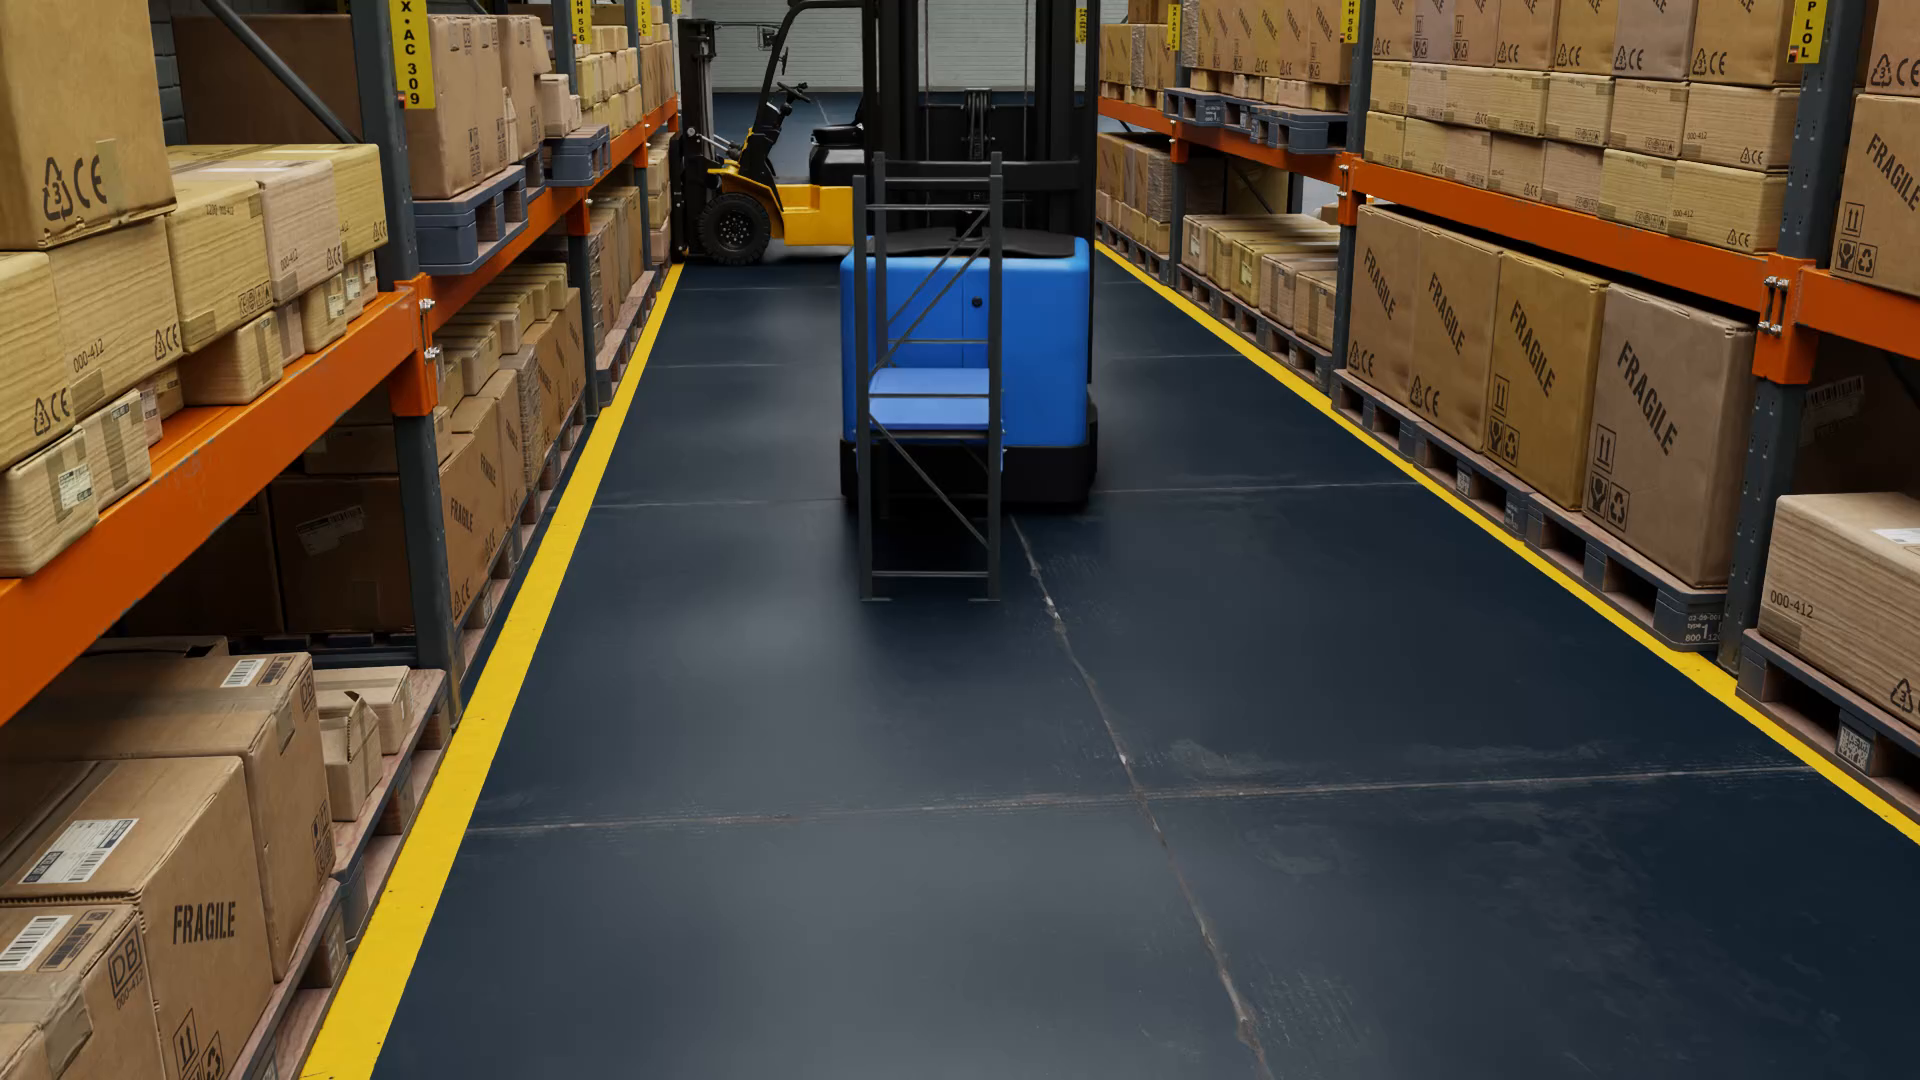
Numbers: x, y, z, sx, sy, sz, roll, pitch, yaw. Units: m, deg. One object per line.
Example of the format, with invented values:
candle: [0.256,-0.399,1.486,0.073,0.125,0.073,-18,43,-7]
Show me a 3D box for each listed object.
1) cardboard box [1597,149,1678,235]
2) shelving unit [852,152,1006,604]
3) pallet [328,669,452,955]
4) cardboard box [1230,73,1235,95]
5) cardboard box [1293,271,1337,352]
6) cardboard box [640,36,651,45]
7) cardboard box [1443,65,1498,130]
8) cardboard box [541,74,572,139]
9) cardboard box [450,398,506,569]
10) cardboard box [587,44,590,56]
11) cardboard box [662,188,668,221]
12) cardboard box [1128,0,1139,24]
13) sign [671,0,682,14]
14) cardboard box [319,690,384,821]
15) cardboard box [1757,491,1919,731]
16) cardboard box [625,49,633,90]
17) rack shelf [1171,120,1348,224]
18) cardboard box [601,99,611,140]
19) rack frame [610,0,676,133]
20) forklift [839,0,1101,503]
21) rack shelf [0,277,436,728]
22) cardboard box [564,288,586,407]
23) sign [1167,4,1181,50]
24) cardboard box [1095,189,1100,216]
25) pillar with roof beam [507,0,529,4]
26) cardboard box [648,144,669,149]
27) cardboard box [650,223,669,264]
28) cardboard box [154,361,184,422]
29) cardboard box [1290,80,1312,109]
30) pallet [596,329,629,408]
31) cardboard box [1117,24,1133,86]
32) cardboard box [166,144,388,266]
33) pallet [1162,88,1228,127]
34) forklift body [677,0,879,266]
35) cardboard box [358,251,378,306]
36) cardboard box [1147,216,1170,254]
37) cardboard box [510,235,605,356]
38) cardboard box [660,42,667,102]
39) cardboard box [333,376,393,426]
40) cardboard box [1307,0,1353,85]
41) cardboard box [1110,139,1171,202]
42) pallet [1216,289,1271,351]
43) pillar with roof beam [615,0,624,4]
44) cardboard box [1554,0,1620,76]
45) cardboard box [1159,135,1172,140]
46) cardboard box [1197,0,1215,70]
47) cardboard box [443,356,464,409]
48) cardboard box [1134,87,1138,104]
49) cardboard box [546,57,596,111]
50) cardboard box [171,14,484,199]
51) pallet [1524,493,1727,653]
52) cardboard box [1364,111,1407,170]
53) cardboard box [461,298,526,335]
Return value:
cardboard box: [2.604,-1.230,5.839,0.500,0.250,0.500,-2,18,-6]
shelving unit: [-0.097,-0.647,6.233,0.538,1.500,1.048,0,17,1]
pallet: [-1.915,0.665,4.206,1.003,0.211,1.213,-2,18,-6]
cardboard box: [2.001,-3.005,10.961,0.380,0.149,0.250,-2,18,-5]
cardboard box: [2.491,-1.331,9.596,0.950,0.372,0.625,-3,18,-9]
cardboard box: [-2.615,-3.943,12.980,0.380,0.149,0.250,-1,17,-4]
cardboard box: [2.438,-1.921,7.205,0.500,0.250,0.500,-2,18,-6]
cardboard box: [-1.966,-1.886,7.226,0.500,0.250,0.500,-3,18,-8]
cardboard box: [-1.875,-0.187,5.737,0.500,0.500,0.500,-2,18,-6]
cardboard box: [-2.257,-2.756,9.196,0.380,0.149,0.250,-2,17,-5]
cardboard box: [-2.607,-2.684,13.273,0.500,0.250,0.500,-2,18,-6]
cardboard box: [1.984,-5.121,15.647,0.700,0.500,0.500,-2,18,-7]
sign: [-2.681,-5.123,15.659,0.100,0.325,0.005,-2,18,-6]
cardboard box: [-1.598,0.498,3.948,0.396,0.266,0.258,-1,17,-4]
cardboard box: [2.910,0.188,4.646,0.875,0.438,0.875,-2,18,-6]
cardboard box: [-2.445,-3.129,11.051,0.500,0.250,0.500,-2,18,-7]
rack shelf: [2.333,-2.469,10.734,1.077,0.370,4.000,-2,18,-6]
cardboard box: [-2.307,-2.433,9.669,0.500,0.250,0.500,-2,18,-7]
rack frame: [-3.222,-4.445,15.828,1.000,3.000,0.127,-2,18,-6]
forklift: [0.113,-1.945,7.980,1.130,2.935,3.031,1,17,4]
rack shelf: [-1.778,0.069,2.650,1.077,0.370,4.000,-2,18,-6]
cardboard box: [-2.140,-0.950,8.167,0.500,0.500,0.500,-1,17,-4]
sign: [1.588,-3.802,12.333,0.100,0.325,0.005,-2,18,-6]
cardboard box: [1.523,-3.239,15.876,0.500,0.250,0.500,-2,18,-6]
pillar with roof beam: [0.235,-7.205,14.603,9.100,9.000,0.400,-2,18,-6]
cardboard box: [-2.699,-3.230,14.177,0.500,0.250,0.500,-2,18,-7]
cardboard box: [-2.530,-2.296,12.872,0.500,0.250,0.500,-2,18,-5]
cardboard box: [-1.631,-0.275,2.963,0.380,0.149,0.250,-2,17,-5]
cardboard box: [2.102,-2.538,9.472,0.380,0.149,0.250,-2,18,-6]
pallet: [-2.443,-0.978,9.439,1.003,0.211,1.213,-2,18,-6]
cardboard box: [1.658,-4.182,14.327,0.500,0.500,0.500,-2,18,-7]
cardboard box: [-1.689,-0.796,3.958,0.500,0.250,0.500,-1,17,-4]
pallet: [2.061,-3.084,11.813,1.003,0.211,1.213,-2,18,-6]
forklift body: [-1.212,-3.531,14.335,2.313,2.155,1.214,-2,18,-6]
cardboard box: [-1.701,-0.663,4.200,0.380,0.149,0.250,-2,17,-5]
cardboard box: [1.799,-2.464,13.407,0.500,0.250,0.500,-1,17,-3]
cardboard box: [-2.448,-1.315,9.122,0.875,0.625,0.625,-1,17,-4]
cardboard box: [-2.813,-4.047,14.392,0.500,0.500,0.500,-2,18,-7]
cardboard box: [-1.817,-0.442,4.970,0.380,0.149,0.250,-2,18,-7]
cardboard box: [2.216,-2.733,9.009,0.500,0.500,0.500,-2,18,-7]
cardboard box: [1.628,-3.284,14.769,0.500,0.500,0.500,-1,17,-5]
pallet: [2.338,-1.481,11.042,1.003,0.211,1.213,-2,18,-6]
pillar with roof beam: [-1.003,-10.780,25.991,9.100,9.000,0.400,-2,18,-6]
cardboard box: [2.563,-1.980,6.140,0.500,0.500,0.500,-1,17,-4]
cardboard box: [2.114,-3.460,15.327,0.500,0.500,0.500,-1,17,-4]
cardboard box: [1.942,-3.500,11.453,0.500,0.500,0.500,-2,18,-5]
cardboard box: [-1.942,-0.540,5.777,0.380,0.149,0.250,-2,18,-7]
cardboard box: [1.686,-3.754,14.046,0.380,0.149,0.250,-2,18,-7]
cardboard box: [-2.175,-2.369,8.631,0.500,0.250,0.500,-2,18,-6]
cardboard box: [-1.812,-1.269,4.843,0.700,0.500,0.500,-1,17,-4]
pallet: [2.798,0.079,6.074,1.003,0.211,1.213,-2,18,-6]
cardboard box: [2.340,-1.991,8.261,0.500,0.250,0.500,-2,18,-7]
cardboard box: [-2.044,-0.925,7.005,0.380,0.149,0.250,-2,18,-6]
